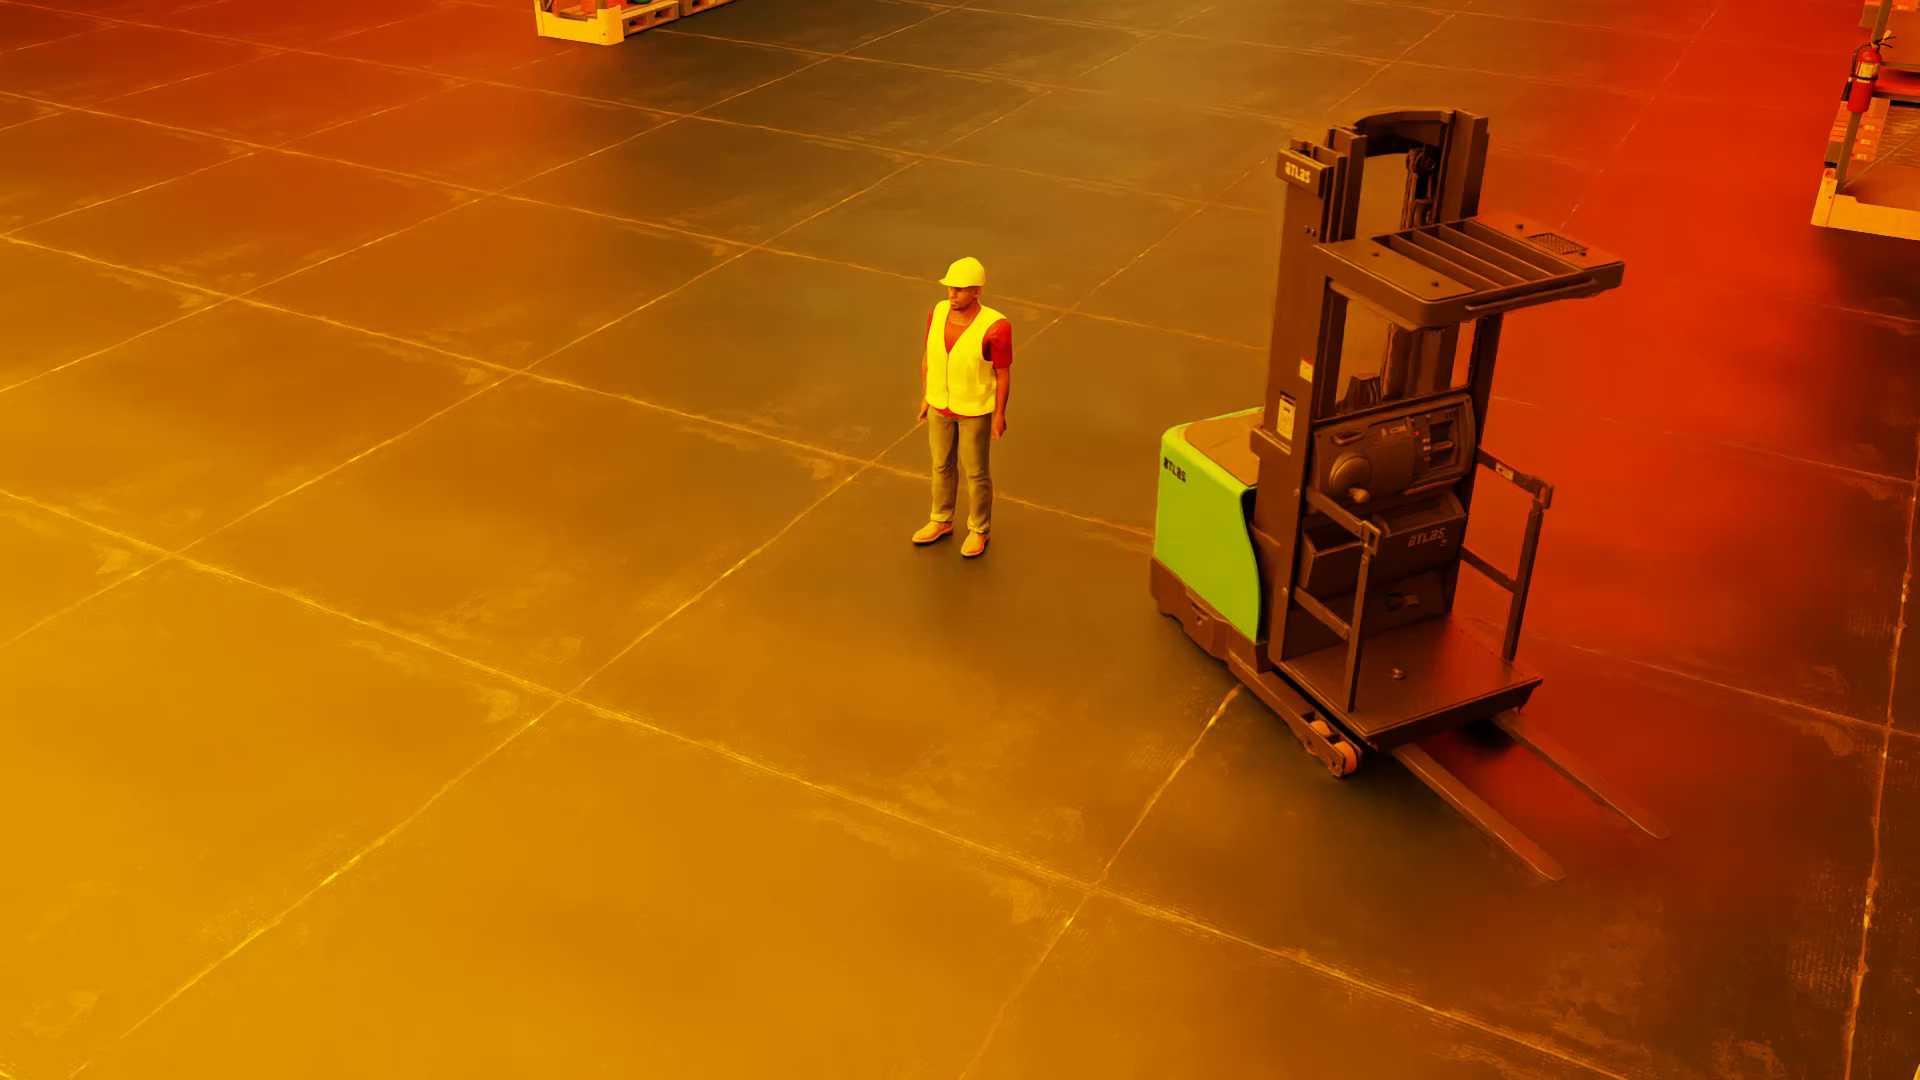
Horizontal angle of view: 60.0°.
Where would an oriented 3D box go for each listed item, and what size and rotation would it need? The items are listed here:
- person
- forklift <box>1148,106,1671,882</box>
[{"bbox_3d":[0.008,-0.761,9.556,0.556,1.770,0.388,15,33,25],"label":"person"},{"bbox_3d":[2.162,-0.381,7.731,1.130,2.935,3.031,-14,33,-22],"label":"forklift"}]
